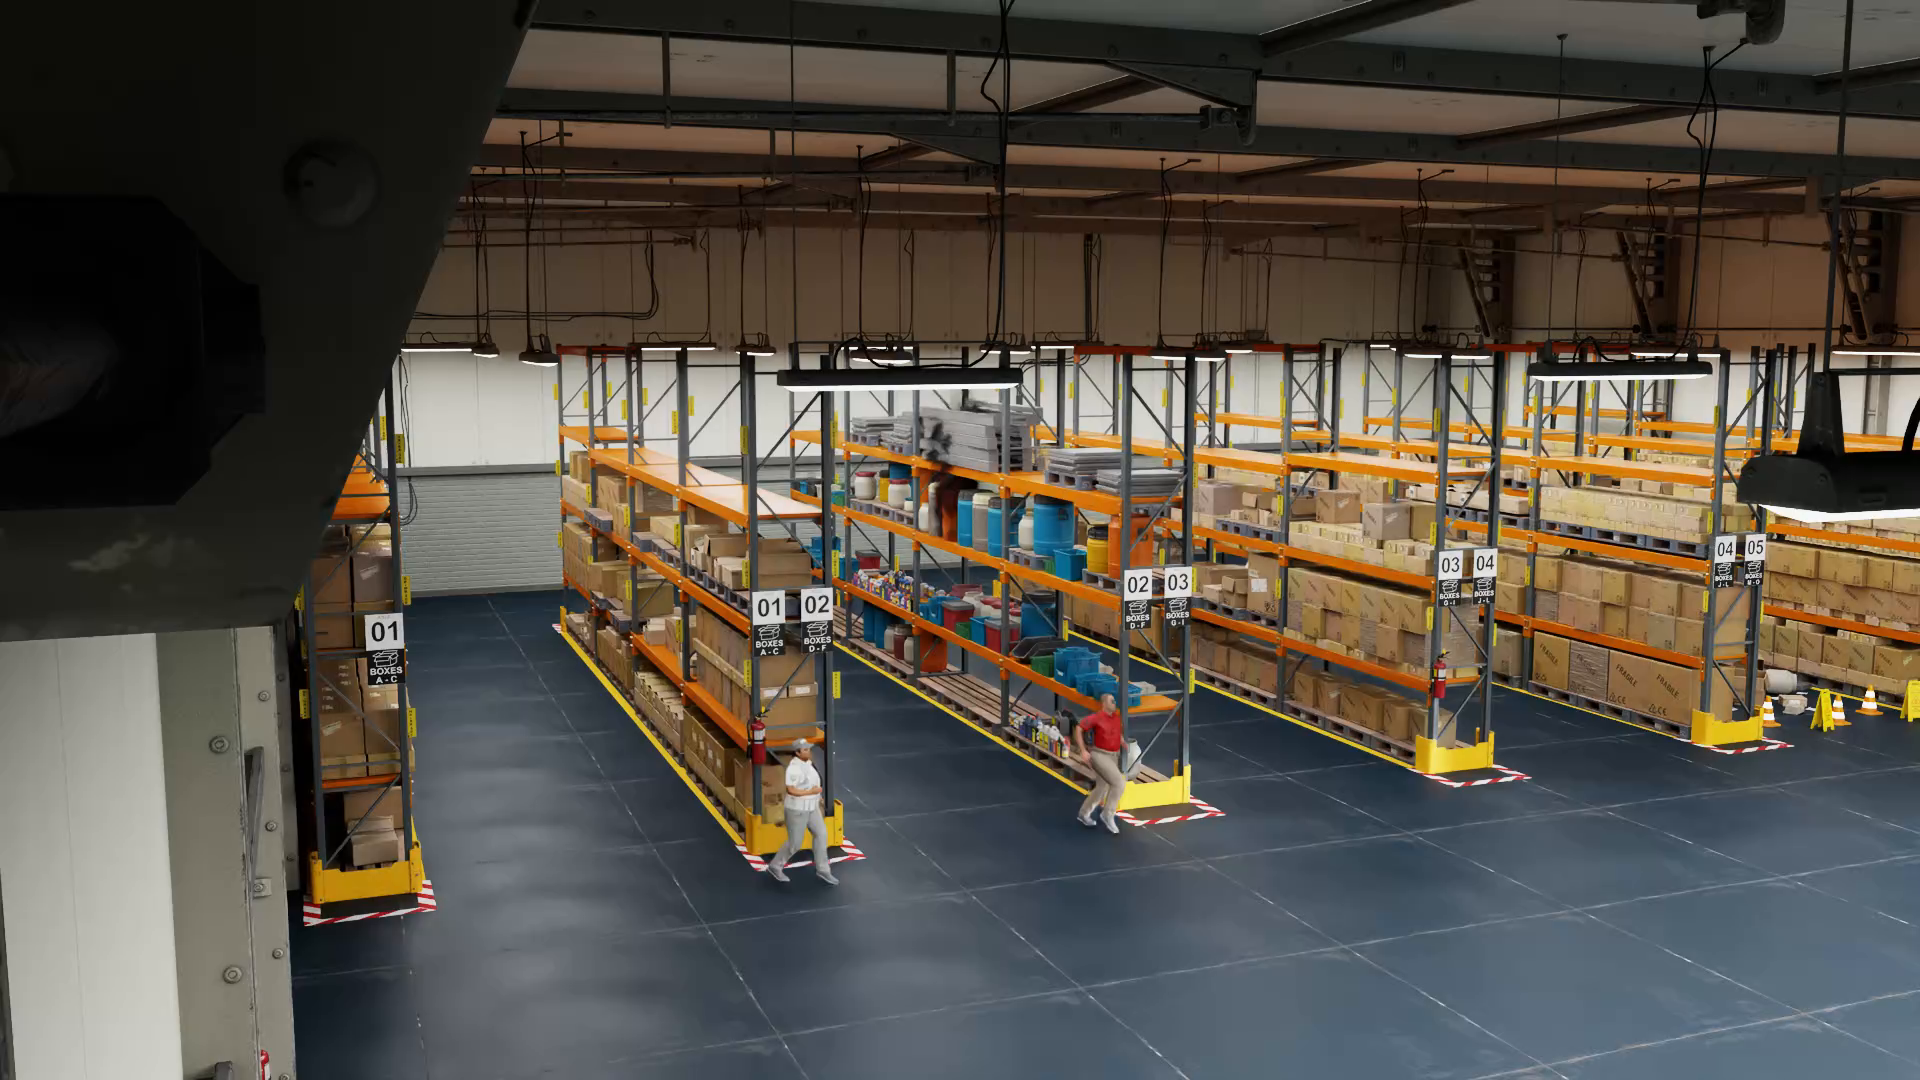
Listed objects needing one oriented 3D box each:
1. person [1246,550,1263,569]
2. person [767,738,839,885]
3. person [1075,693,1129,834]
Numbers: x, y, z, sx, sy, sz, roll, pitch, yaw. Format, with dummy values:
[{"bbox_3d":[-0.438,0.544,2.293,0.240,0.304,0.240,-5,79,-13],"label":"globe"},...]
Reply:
[{"bbox_3d":[6.260,1.027,35.423,0.598,1.672,0.688,-4,8,-28],"label":"person"},{"bbox_3d":[-1.795,3.103,18.960,0.811,1.686,0.611,3,8,20],"label":"person"},{"bbox_3d":[1.870,2.809,21.163,0.677,1.701,0.660,5,9,32],"label":"person"}]
